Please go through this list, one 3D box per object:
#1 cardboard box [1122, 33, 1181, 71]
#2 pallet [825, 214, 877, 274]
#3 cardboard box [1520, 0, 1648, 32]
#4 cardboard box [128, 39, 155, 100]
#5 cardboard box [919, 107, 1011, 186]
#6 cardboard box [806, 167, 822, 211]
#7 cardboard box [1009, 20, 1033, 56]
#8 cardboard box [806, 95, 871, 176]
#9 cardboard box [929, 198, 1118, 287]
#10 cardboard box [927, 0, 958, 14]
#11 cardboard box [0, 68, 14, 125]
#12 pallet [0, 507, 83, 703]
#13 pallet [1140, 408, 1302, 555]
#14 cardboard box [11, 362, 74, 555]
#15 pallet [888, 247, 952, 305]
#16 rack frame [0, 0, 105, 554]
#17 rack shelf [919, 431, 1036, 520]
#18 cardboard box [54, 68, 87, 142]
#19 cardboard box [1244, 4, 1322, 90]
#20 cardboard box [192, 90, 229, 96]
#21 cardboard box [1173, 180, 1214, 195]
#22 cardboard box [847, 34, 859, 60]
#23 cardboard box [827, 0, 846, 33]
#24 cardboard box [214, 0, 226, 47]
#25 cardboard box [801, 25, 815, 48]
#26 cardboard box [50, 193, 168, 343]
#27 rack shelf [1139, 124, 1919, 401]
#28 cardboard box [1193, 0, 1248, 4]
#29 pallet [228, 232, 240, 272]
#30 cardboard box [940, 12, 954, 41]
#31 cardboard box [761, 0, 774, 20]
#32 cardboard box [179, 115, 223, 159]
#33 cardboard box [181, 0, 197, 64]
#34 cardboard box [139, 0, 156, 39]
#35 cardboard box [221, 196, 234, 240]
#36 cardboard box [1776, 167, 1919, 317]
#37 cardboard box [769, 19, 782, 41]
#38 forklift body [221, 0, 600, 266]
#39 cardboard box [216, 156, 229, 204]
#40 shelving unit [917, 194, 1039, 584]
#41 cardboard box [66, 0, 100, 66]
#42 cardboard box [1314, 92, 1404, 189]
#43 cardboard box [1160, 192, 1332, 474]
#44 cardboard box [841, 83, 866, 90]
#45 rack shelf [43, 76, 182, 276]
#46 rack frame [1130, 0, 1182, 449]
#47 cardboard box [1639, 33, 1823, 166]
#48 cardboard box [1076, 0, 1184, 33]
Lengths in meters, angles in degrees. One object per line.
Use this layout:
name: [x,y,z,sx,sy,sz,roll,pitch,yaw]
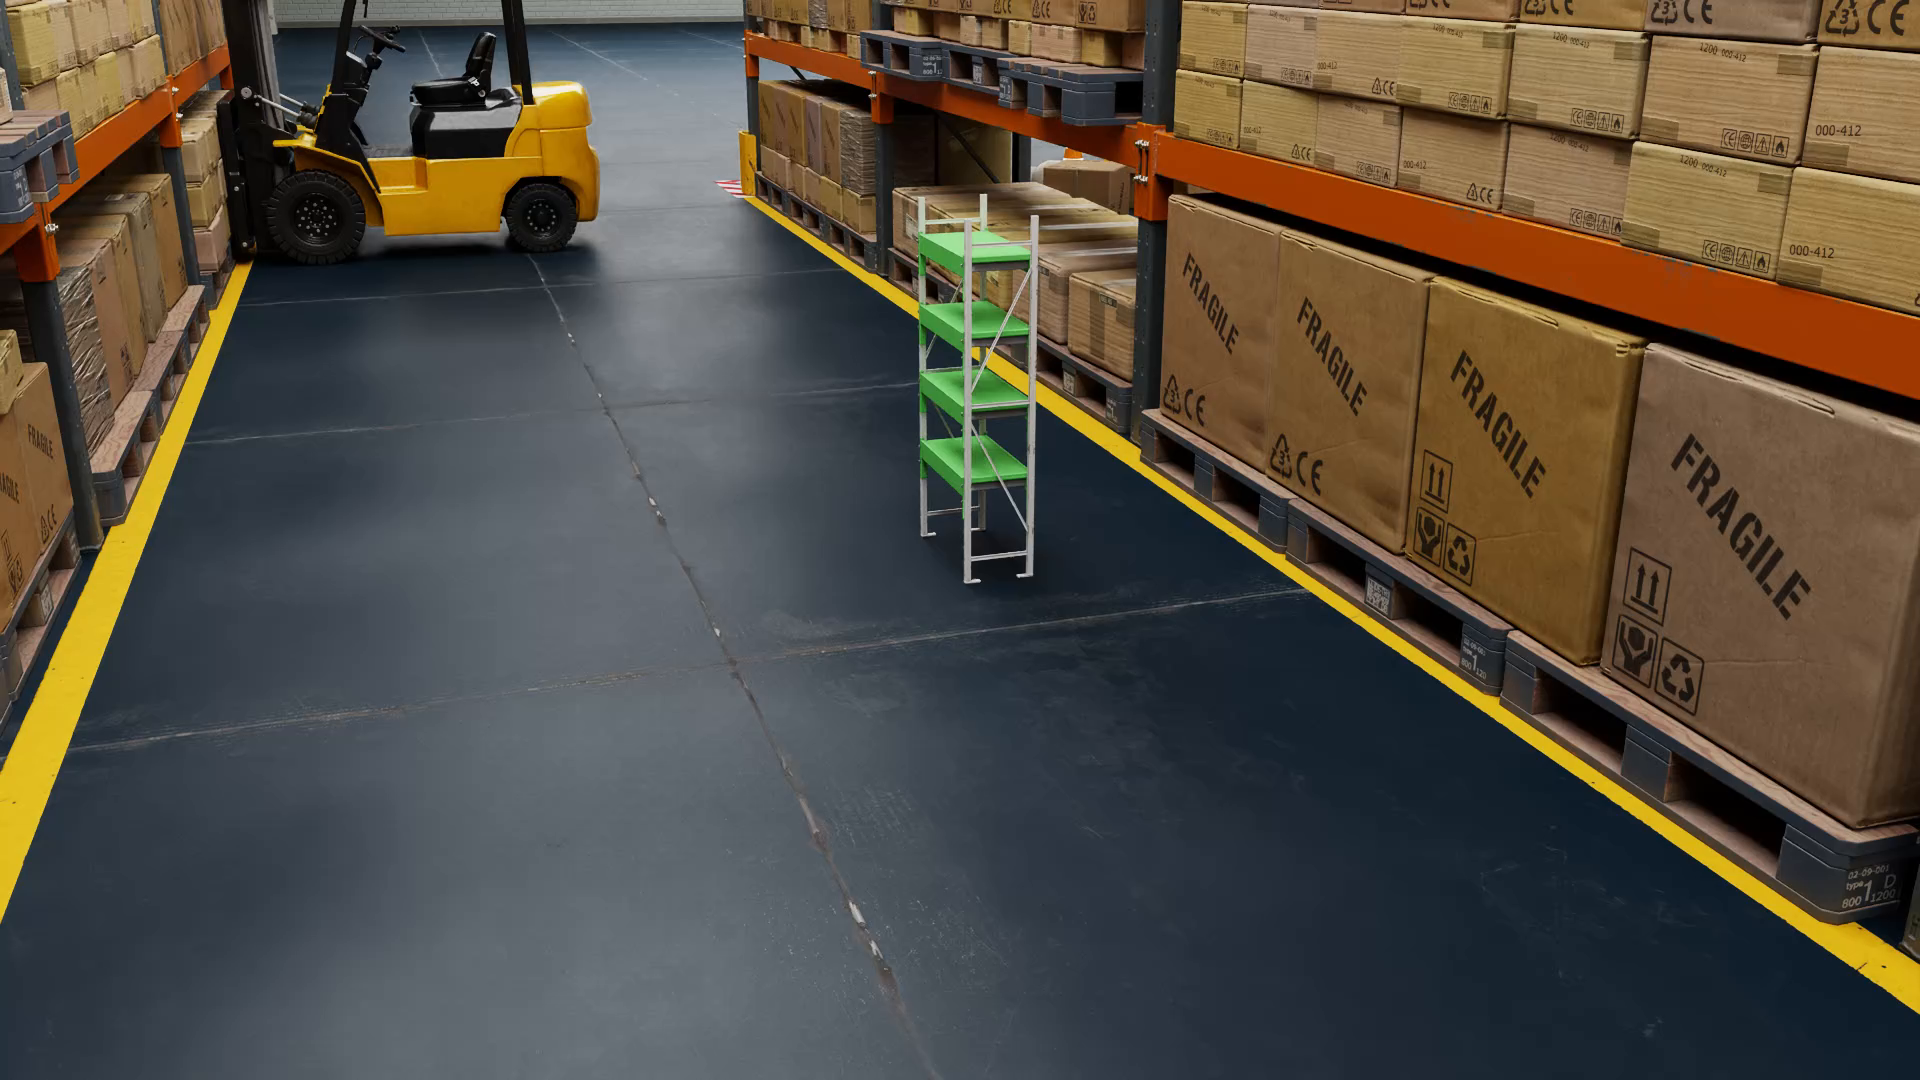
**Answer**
cardboard box: [0.891,-2.024,6.865,0.380,0.149,0.250,-6,21,-15]
pallet: [-0.284,-2.047,11.304,1.003,0.211,1.213,-6,21,-17]
cardboard box: [1.786,-1.545,4.154,0.500,0.500,0.500,-6,21,-16]
cardboard box: [-4.181,-2.254,7.977,0.500,0.250,0.500,-7,21,-18]
cardboard box: [0.031,-2.623,11.118,0.500,0.500,0.500,-5,20,-15]
cardboard box: [-0.813,-2.546,12.015,0.500,0.250,0.500,-6,21,-16]
cardboard box: [0.445,-2.347,7.764,0.380,0.149,0.250,-6,21,-16]
cardboard box: [-0.803,-2.893,11.869,0.500,0.500,0.500,-5,20,-14]
cardboard box: [0.357,-1.711,9.508,0.950,0.372,0.625,-5,20,-14]
cardboard box: [0.136,-3.031,8.709,0.500,0.500,0.500,-7,21,-18]
cardboard box: [-2.923,-1.245,4.696,0.380,0.149,0.250,-6,21,-16]
pallet: [-3.295,0.220,4.991,1.003,0.211,1.213,-6,21,-17]
pallet: [1.394,-0.291,6.414,1.003,0.211,1.213,-6,21,-17]
cardboard box: [-3.156,-0.244,5.236,0.500,0.500,0.500,-6,21,-16]
pallet: [0.206,-1.586,10.020,1.003,0.211,1.213,-6,21,-17]
rack frame: [-3.493,-1.336,5.198,1.000,3.000,0.127,-6,21,-17]
rack shelf: [0.052,-0.226,5.668,0.258,0.148,0.480,-6,21,-17]
cardboard box: [-3.554,-1.596,6.143,0.500,0.250,0.500,-7,21,-18]
cardboard box: [1.304,-1.674,5.623,0.500,0.250,0.500,-6,21,-16]
cardboard box: [-5.567,-3.163,12.251,0.500,0.250,0.500,-6,21,-15]
cardboard box: [1.641,-2.527,11.091,0.500,0.500,0.500,-6,21,-17]
cardboard box: [-0.515,-3.180,10.704,0.380,0.149,0.250,-6,21,-16]
cardboard box: [-0.584,-3.616,10.958,0.500,0.500,0.500,-6,21,-15]
cardboard box: [-5.604,-3.820,11.967,0.500,0.500,0.500,-7,21,-18]
cardboard box: [-0.920,-3.590,11.846,0.380,0.149,0.250,-6,21,-17]
cardboard box: [-4.339,-1.283,7.944,0.875,0.625,0.625,-7,21,-18]
rack shelf: [1.846,-0.884,5.005,1.077,0.370,4.000,-6,21,-17]
cardboard box: [1.140,-2.198,5.971,0.500,0.500,0.500,-7,21,-19]
pallet: [-5.348,-1.959,11.058,1.003,0.211,1.213,-6,21,-17]
cardboard box: [0.107,-2.766,8.929,0.380,0.149,0.250,-6,21,-16]
cardboard box: [-1.245,-4.271,12.783,0.500,0.500,0.500,-6,21,-16]
cardboard box: [-4.923,-2.506,10.423,0.500,0.250,0.500,-6,21,-15]
cardboard box: [-4.982,-3.164,10.141,0.500,0.500,0.500,-7,21,-18]
cardboard box: [-4.354,-2.654,8.350,0.500,0.250,0.500,-7,21,-18]
cardboard box: [-4.939,-2.038,10.599,0.500,0.250,0.500,-6,21,-16]
cardboard box: [2.095,-0.627,3.448,0.500,0.250,0.500,-7,21,-18]
cardboard box: [-1.251,-3.923,12.772,0.380,0.149,0.250,-6,21,-16]
forklift body: [-3.680,-3.089,11.335,2.313,2.155,1.214,-6,21,-17]
cardboard box: [-4.917,-2.270,10.507,0.500,0.250,0.500,-7,21,-18]
shelving unit: [0.052,-0.512,5.566,0.258,1.200,0.503,-6,21,-17]
cardboard box: [-3.705,-2.000,6.528,0.500,0.250,0.500,-7,21,-19]
cardboard box: [1.470,-1.278,5.259,0.500,0.250,0.500,-6,21,-15]
cardboard box: [1.356,-0.832,6.316,0.875,0.875,0.875,-7,21,-18]
cardboard box: [-0.630,-3.292,12.980,0.500,0.500,0.500,-6,21,-15]
rack shelf: [-4.122,-1.639,7.107,1.077,0.370,4.000,-6,21,-17]
rack frame: [1.218,-1.864,6.670,1.000,3.000,0.127,-6,21,-17]
cardboard box: [1.941,-1.021,3.803,0.500,0.250,0.500,-6,21,-16]
cardboard box: [0.811,-2.365,6.856,0.500,0.500,0.500,-7,21,-19]
